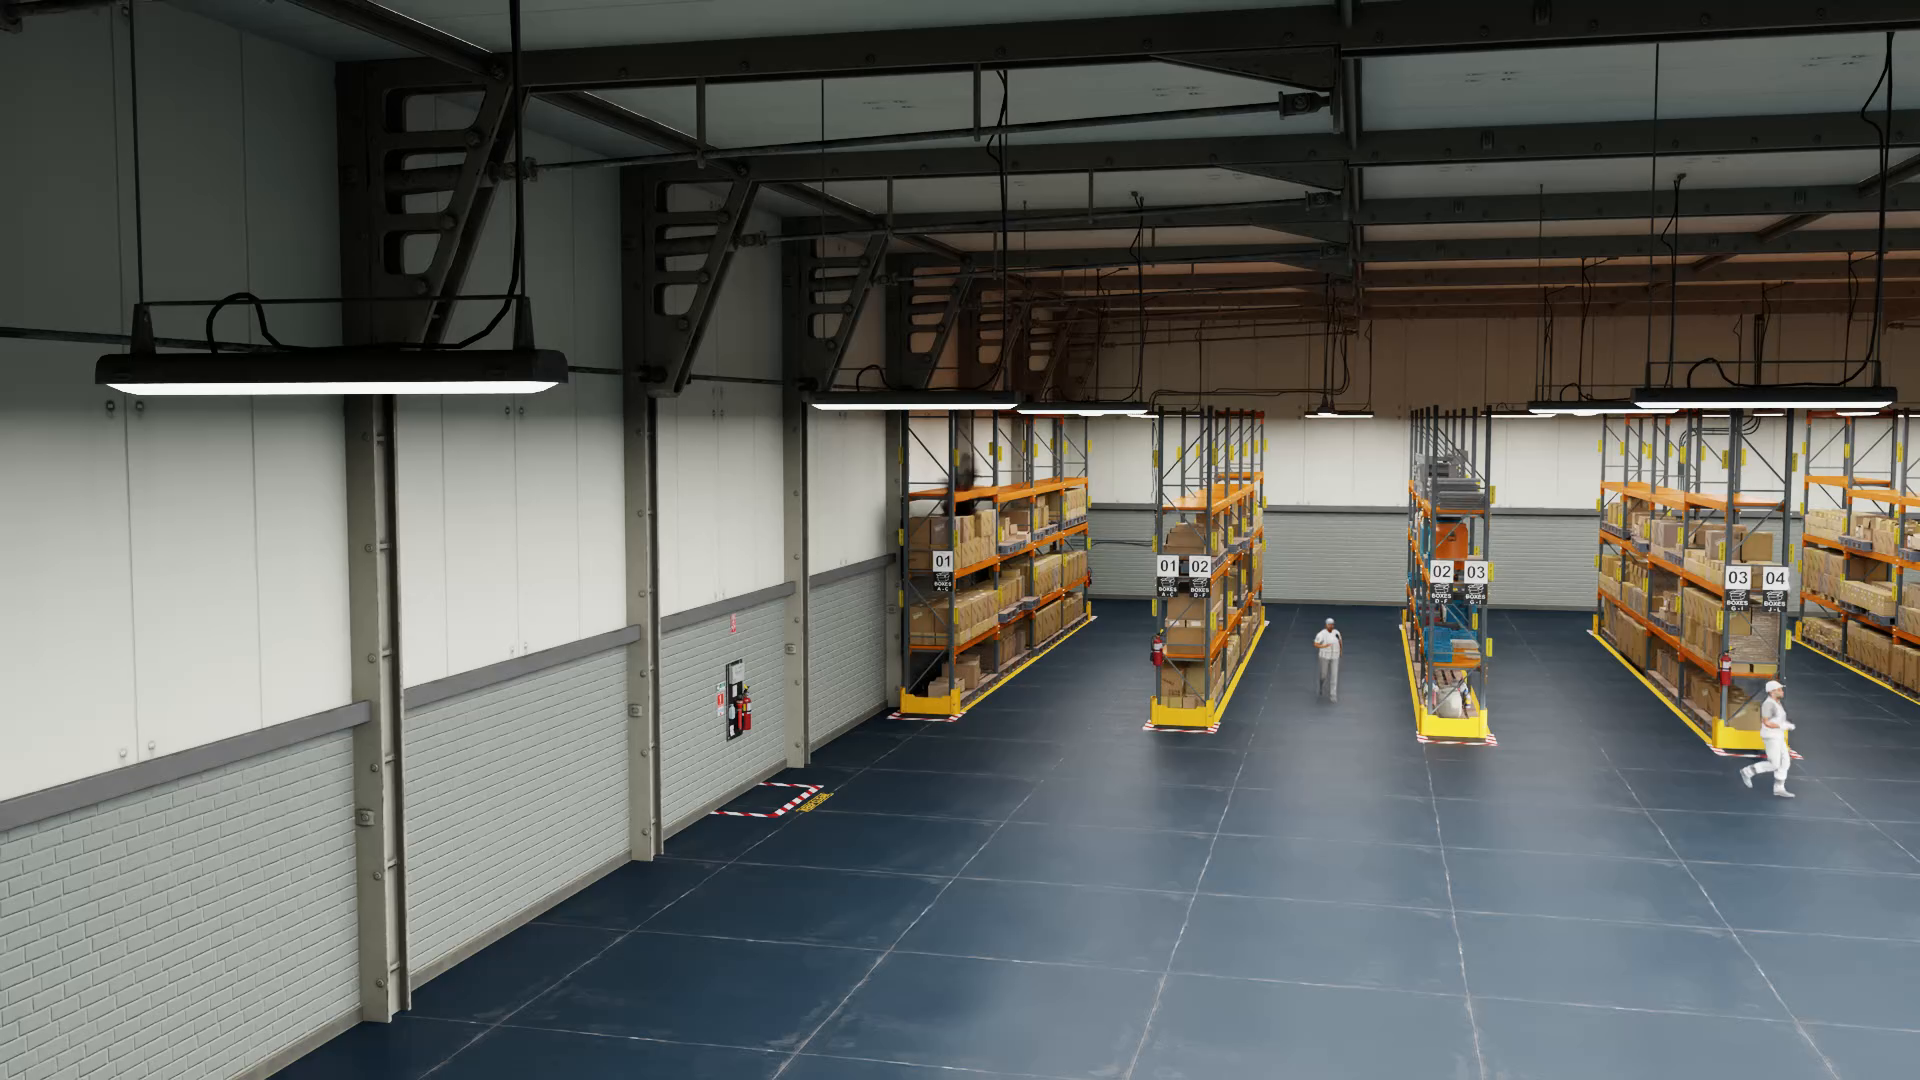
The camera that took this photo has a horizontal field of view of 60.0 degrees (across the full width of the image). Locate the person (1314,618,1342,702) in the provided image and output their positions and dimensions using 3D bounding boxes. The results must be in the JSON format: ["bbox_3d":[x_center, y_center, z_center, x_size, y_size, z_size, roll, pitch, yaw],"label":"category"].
[{"bbox_3d":[7.553,2.427,34.088,0.637,1.657,0.907,0,4,-3],"label":"person"}]

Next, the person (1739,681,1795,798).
[{"bbox_3d":[12.349,3.019,25.372,0.782,1.757,0.663,3,5,39],"label":"person"}]
